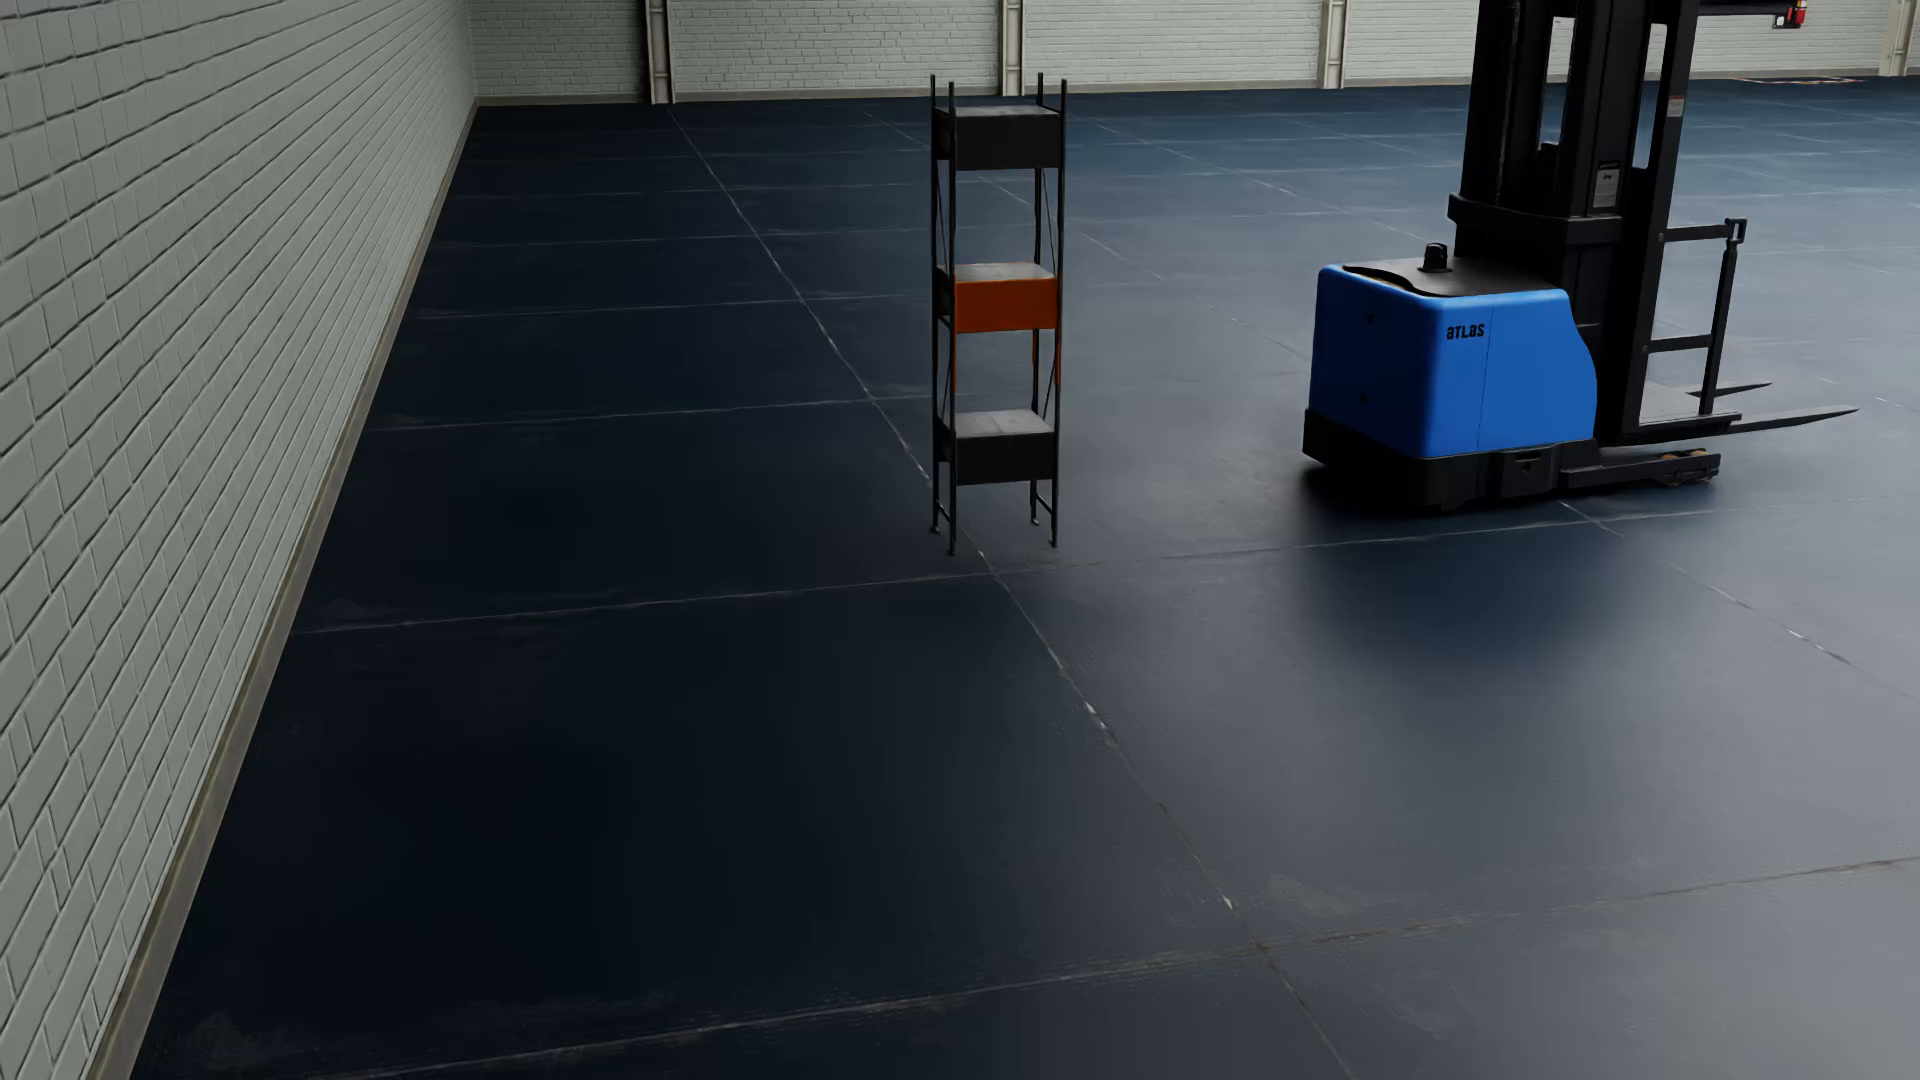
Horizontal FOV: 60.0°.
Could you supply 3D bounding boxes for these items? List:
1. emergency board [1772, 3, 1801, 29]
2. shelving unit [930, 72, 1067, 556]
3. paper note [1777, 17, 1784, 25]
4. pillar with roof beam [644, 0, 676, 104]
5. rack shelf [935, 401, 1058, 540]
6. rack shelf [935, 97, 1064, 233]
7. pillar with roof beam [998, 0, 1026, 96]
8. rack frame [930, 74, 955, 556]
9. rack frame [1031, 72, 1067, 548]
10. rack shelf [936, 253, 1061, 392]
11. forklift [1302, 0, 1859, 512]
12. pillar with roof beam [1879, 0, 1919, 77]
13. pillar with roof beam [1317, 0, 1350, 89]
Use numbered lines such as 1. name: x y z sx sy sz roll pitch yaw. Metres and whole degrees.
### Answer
1. emergency board: 15.984 -10.409 31.870 0.626 1.169 0.157 -5 21 -12
2. shelving unit: 0.161 -0.999 7.489 0.503 2.100 0.431 -5 21 -12
3. paper note: 15.808 -9.999 32.031 0.142 0.148 0.016 -5 21 -12
4. pillar with roof beam: -3.955 -10.063 22.202 0.400 9.000 9.100 -5 21 -12
5. rack shelf: 0.161 -0.329 7.735 0.480 0.518 0.431 -5 21 -12
6. rack shelf: 0.161 -1.644 7.253 0.480 0.518 0.431 -5 21 -12
7. pillar with roof beam: 1.884 -10.538 23.499 0.400 9.000 9.100 -5 21 -12
8. rack frame: -0.076 -0.980 7.436 0.015 2.100 0.400 -5 21 -12
9. rack frame: 0.399 -1.018 7.542 0.015 2.100 0.400 -5 21 -12
10. rack shelf: 0.161 -0.986 7.494 0.480 0.518 0.431 -5 21 -12
11. forklift: 3.403 -1.812 8.499 3.031 2.935 1.130 -7 21 -19
12. pillar with roof beam: 19.401 -11.962 27.388 0.400 9.000 9.100 -5 21 -12
13. pillar with roof beam: 7.723 -11.013 24.795 0.400 9.000 9.100 -5 21 -12
